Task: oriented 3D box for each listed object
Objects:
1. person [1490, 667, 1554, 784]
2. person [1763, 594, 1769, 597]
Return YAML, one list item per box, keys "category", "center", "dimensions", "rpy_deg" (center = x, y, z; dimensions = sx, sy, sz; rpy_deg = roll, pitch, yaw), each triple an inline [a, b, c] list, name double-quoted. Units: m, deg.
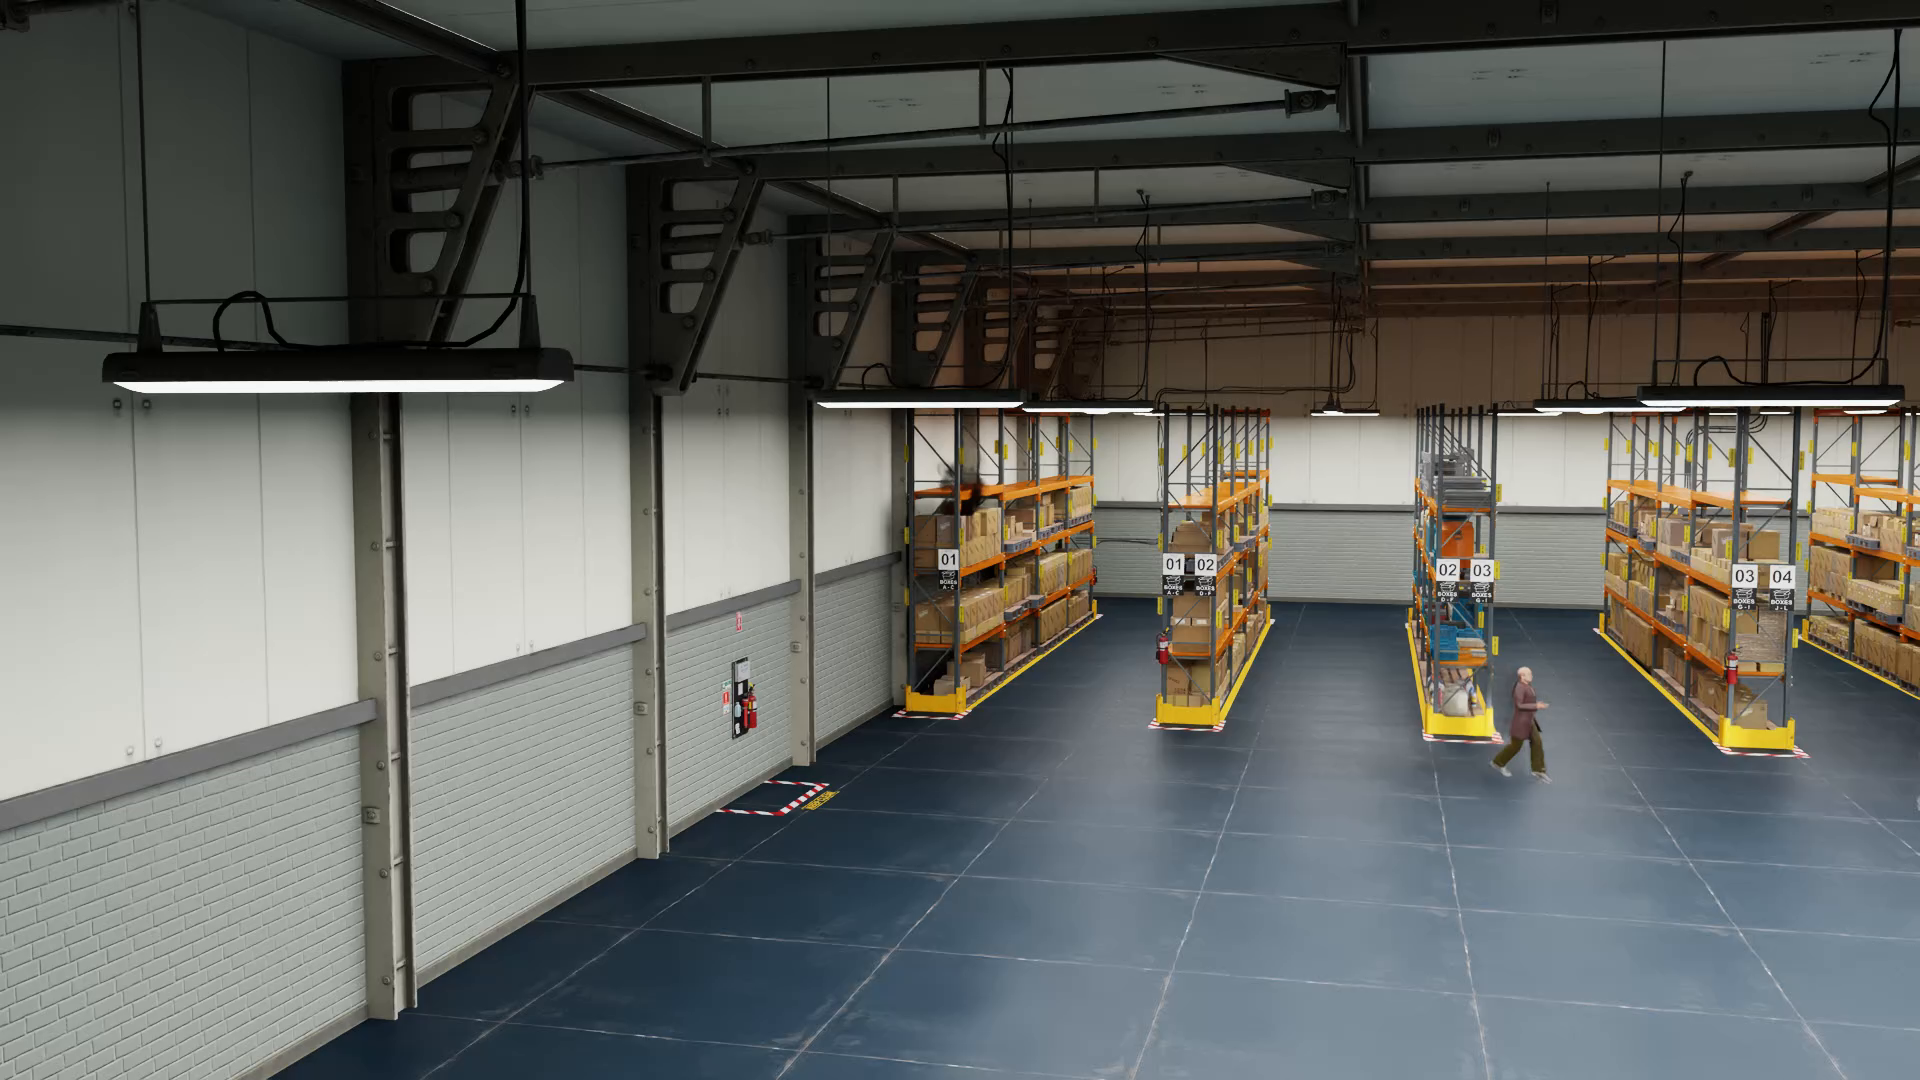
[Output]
- category: "person"
  center: [8.896, 2.914, 26.262]
  dimensions: [0.921, 1.831, 0.697]
  rpy_deg: [3, 5, 36]
- category: "person"
  center: [20.539, 1.772, 42.692]
  dimensions: [0.663, 1.673, 0.919]
  rpy_deg: [2, 5, 23]
